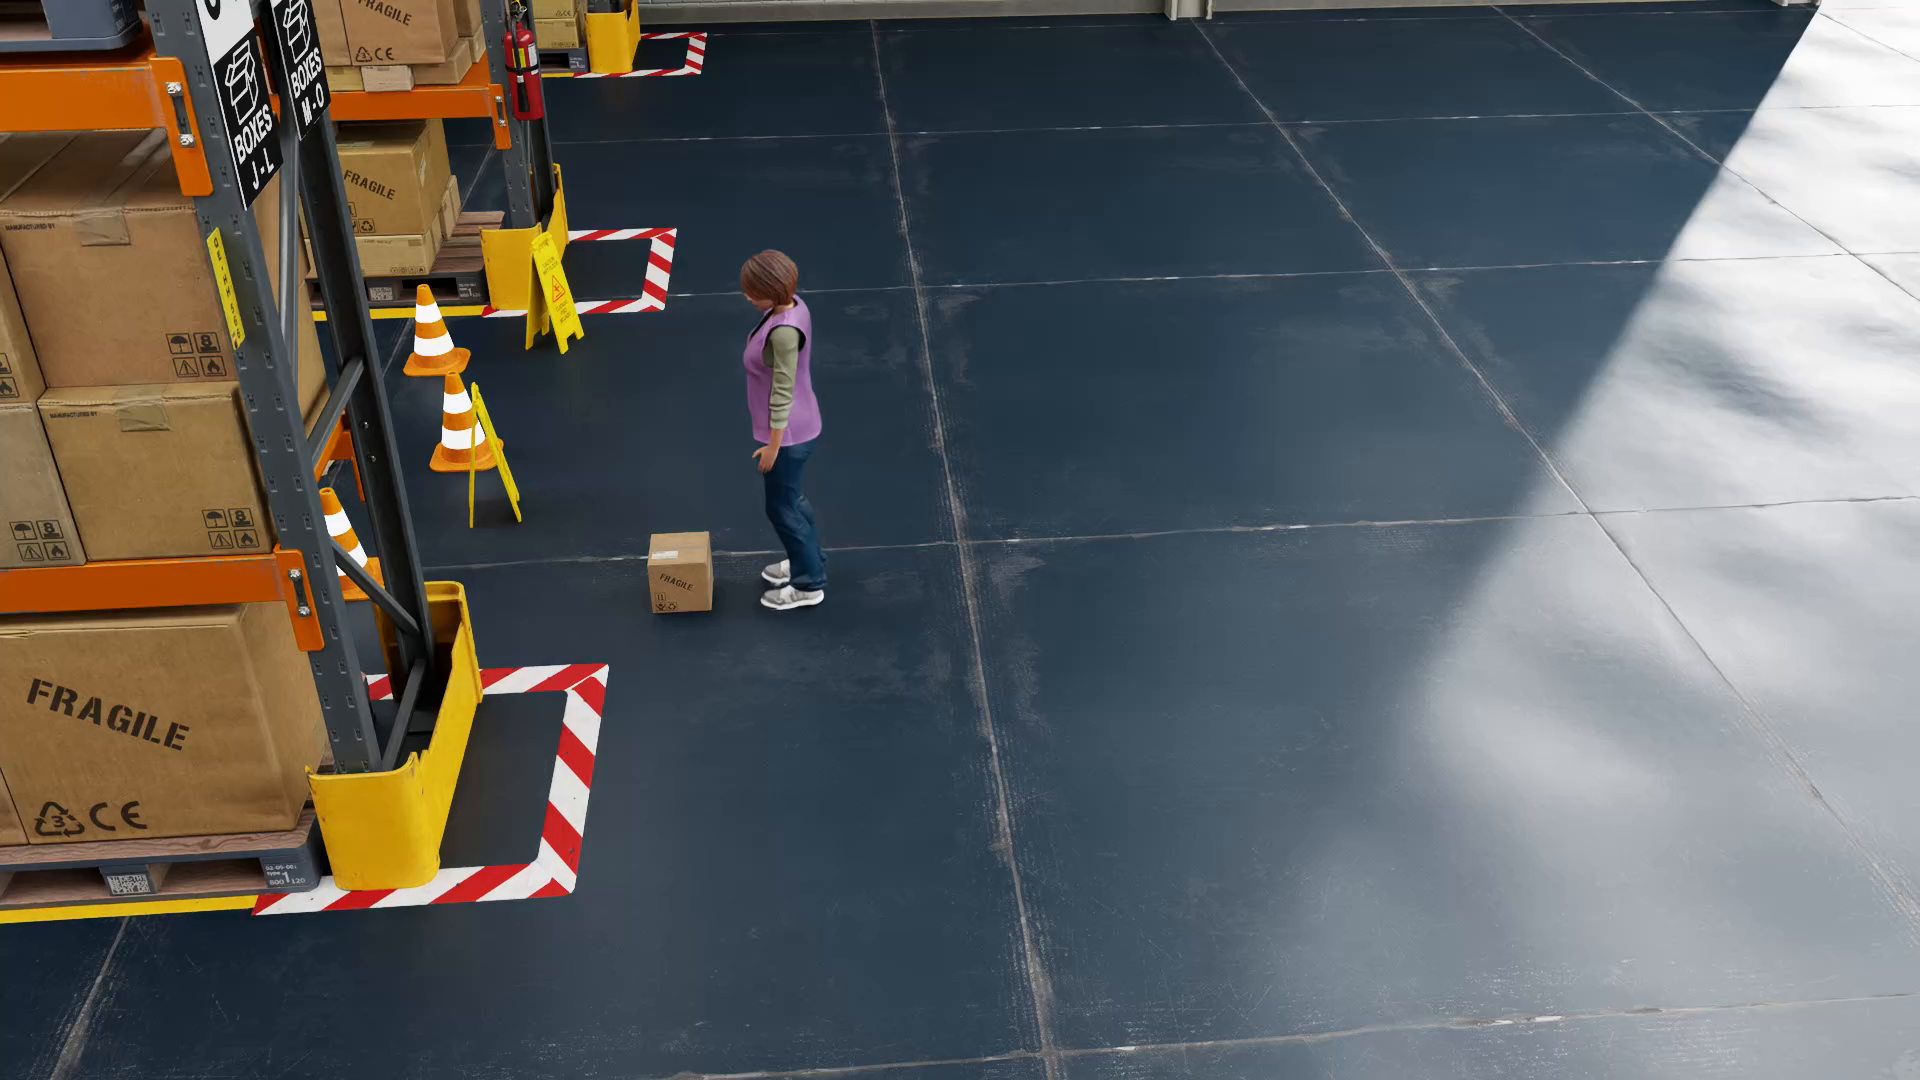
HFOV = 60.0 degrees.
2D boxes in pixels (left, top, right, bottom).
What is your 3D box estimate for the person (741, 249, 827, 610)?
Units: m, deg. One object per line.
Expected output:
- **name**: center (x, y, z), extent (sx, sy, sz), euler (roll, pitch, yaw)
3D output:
- **person**: center (-0.720, -0.442, 6.874), extent (0.299, 1.593, 0.408), euler (-2, 32, -4)
